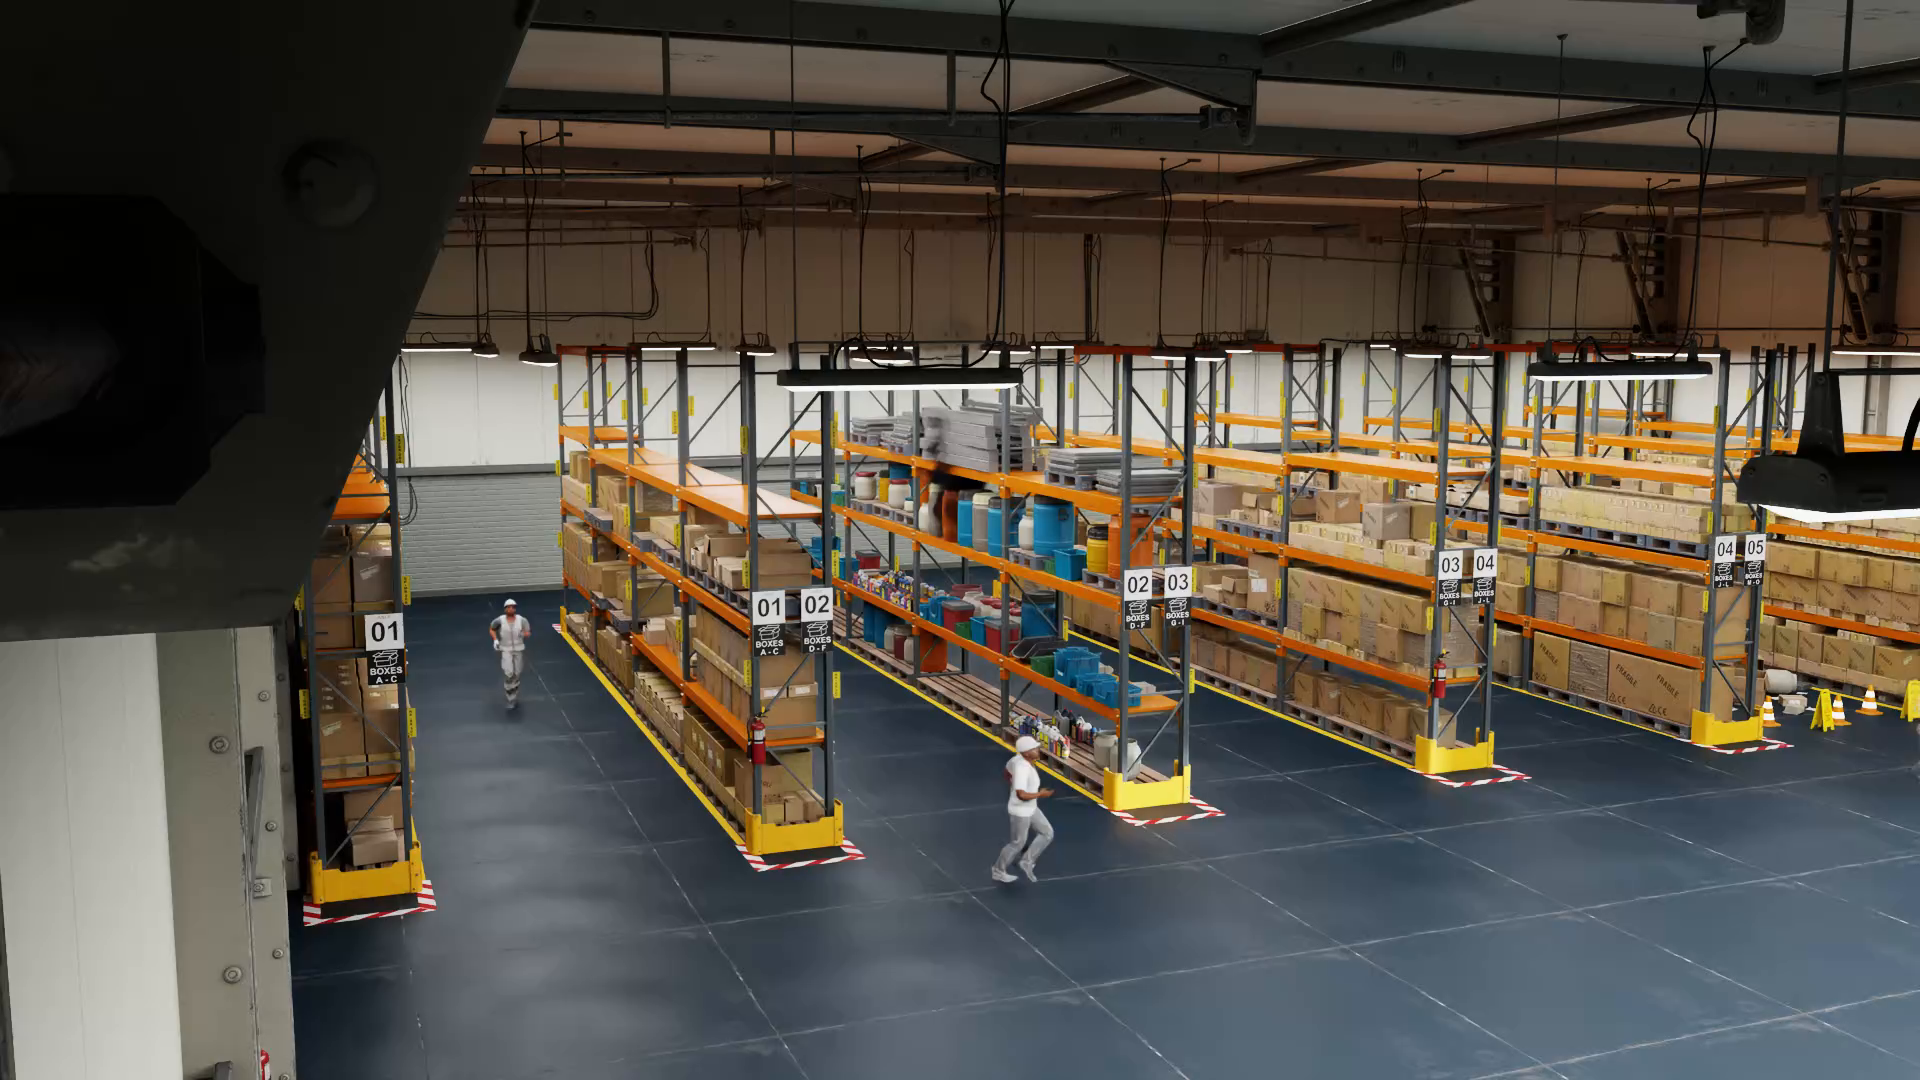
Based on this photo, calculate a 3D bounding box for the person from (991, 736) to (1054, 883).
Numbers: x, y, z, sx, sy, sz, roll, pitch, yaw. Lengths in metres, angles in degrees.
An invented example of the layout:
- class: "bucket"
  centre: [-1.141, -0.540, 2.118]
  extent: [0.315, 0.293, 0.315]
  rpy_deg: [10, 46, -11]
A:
- class: "person"
  centre: [0.714, 3.080, 18.860]
  extent: [0.742, 1.759, 0.682]
  rpy_deg: [1, 7, 11]

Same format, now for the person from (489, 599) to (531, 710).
- class: "person"
  centre: [-7.512, 1.908, 27.882]
  extent: [0.631, 1.844, 0.735]
  rpy_deg: [-3, 8, -25]

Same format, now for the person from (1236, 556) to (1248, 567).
- class: "person"
  centre: [7.090, 0.289, 41.245]
  extent: [0.788, 1.665, 0.604]
  rpy_deg: [4, 8, 30]
